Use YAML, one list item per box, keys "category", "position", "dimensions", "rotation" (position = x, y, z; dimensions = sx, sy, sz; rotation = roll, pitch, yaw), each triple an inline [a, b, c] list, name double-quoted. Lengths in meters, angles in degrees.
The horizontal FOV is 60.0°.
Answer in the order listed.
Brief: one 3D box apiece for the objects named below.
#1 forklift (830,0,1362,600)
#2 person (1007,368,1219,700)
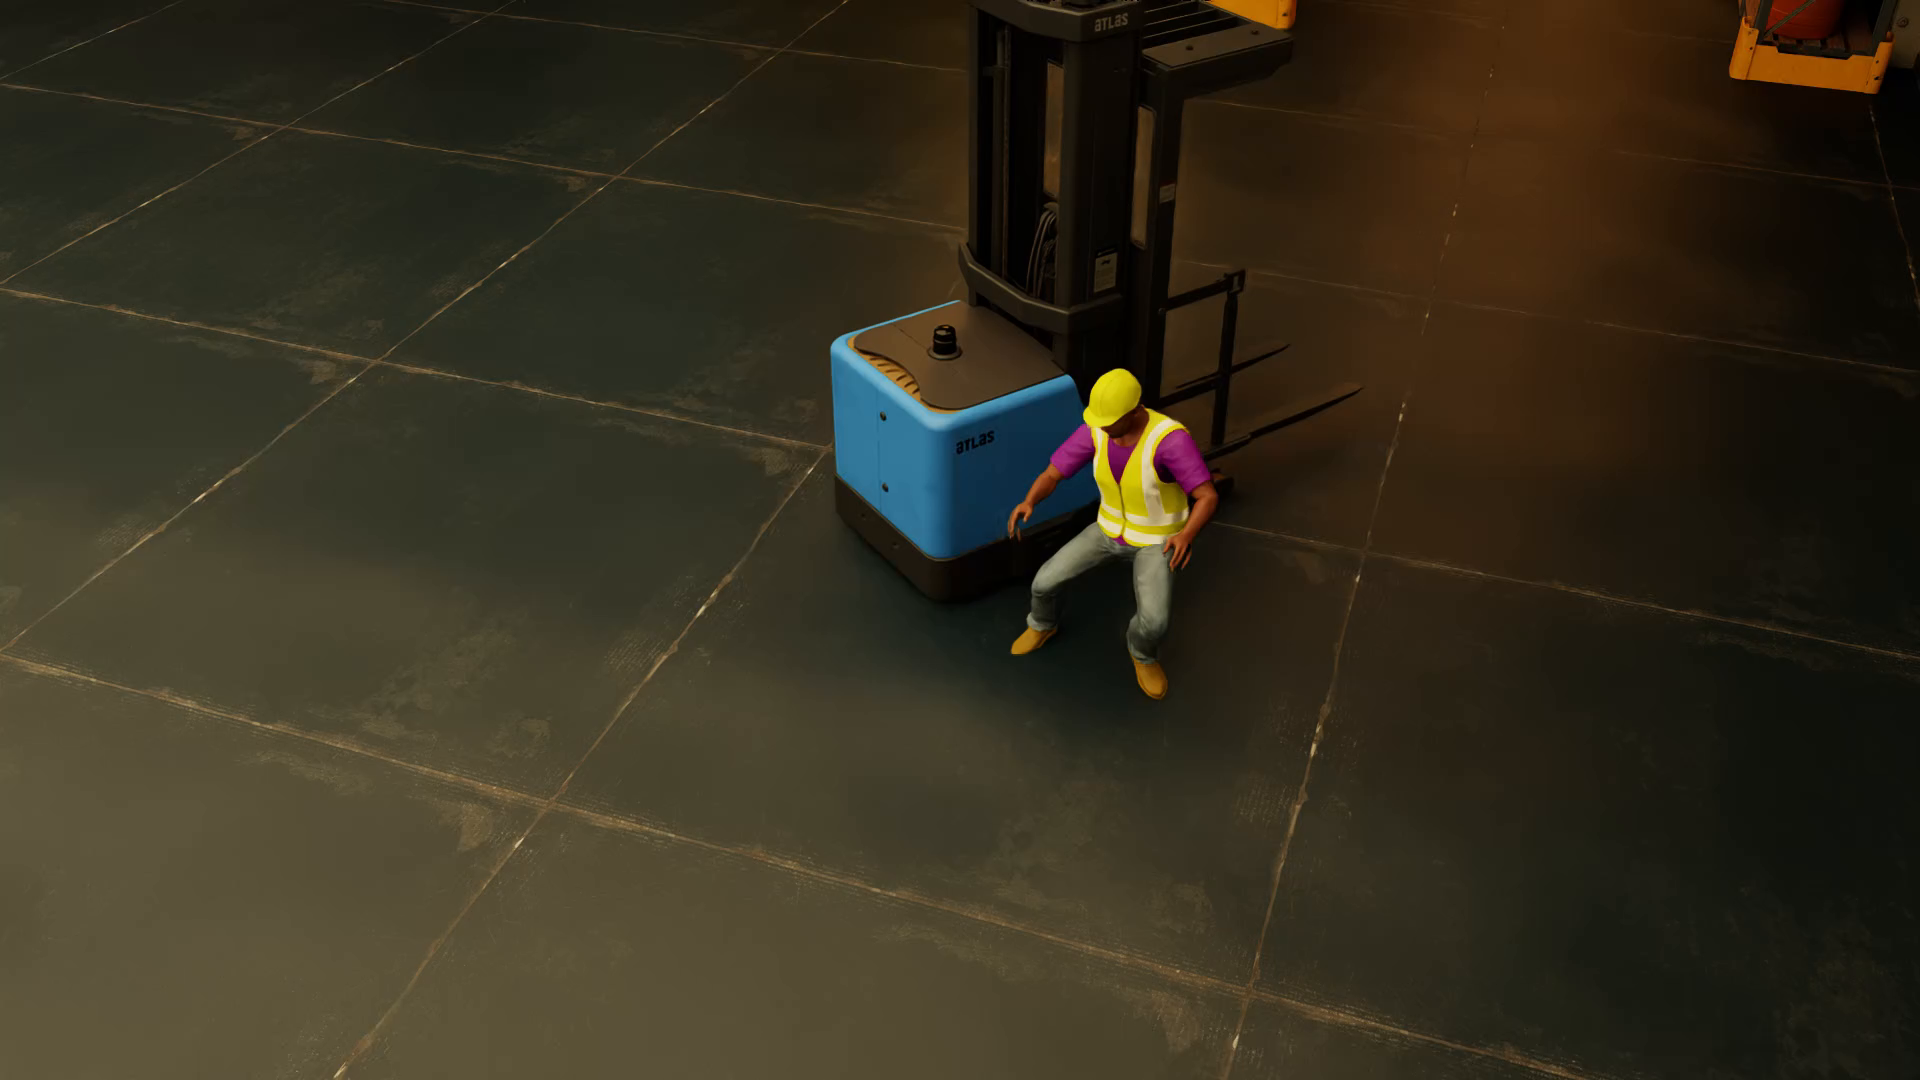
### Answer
- category: "forklift"
  position: [0.854, -1.558, 8.308]
  dimensions: [3.031, 2.935, 1.130]
  rotation: [-21, 40, -27]
- category: "person"
  position: [0.662, 0.023, 7.303]
  dimensions: [0.971, 1.569, 0.796]
  rotation: [27, 43, 32]
